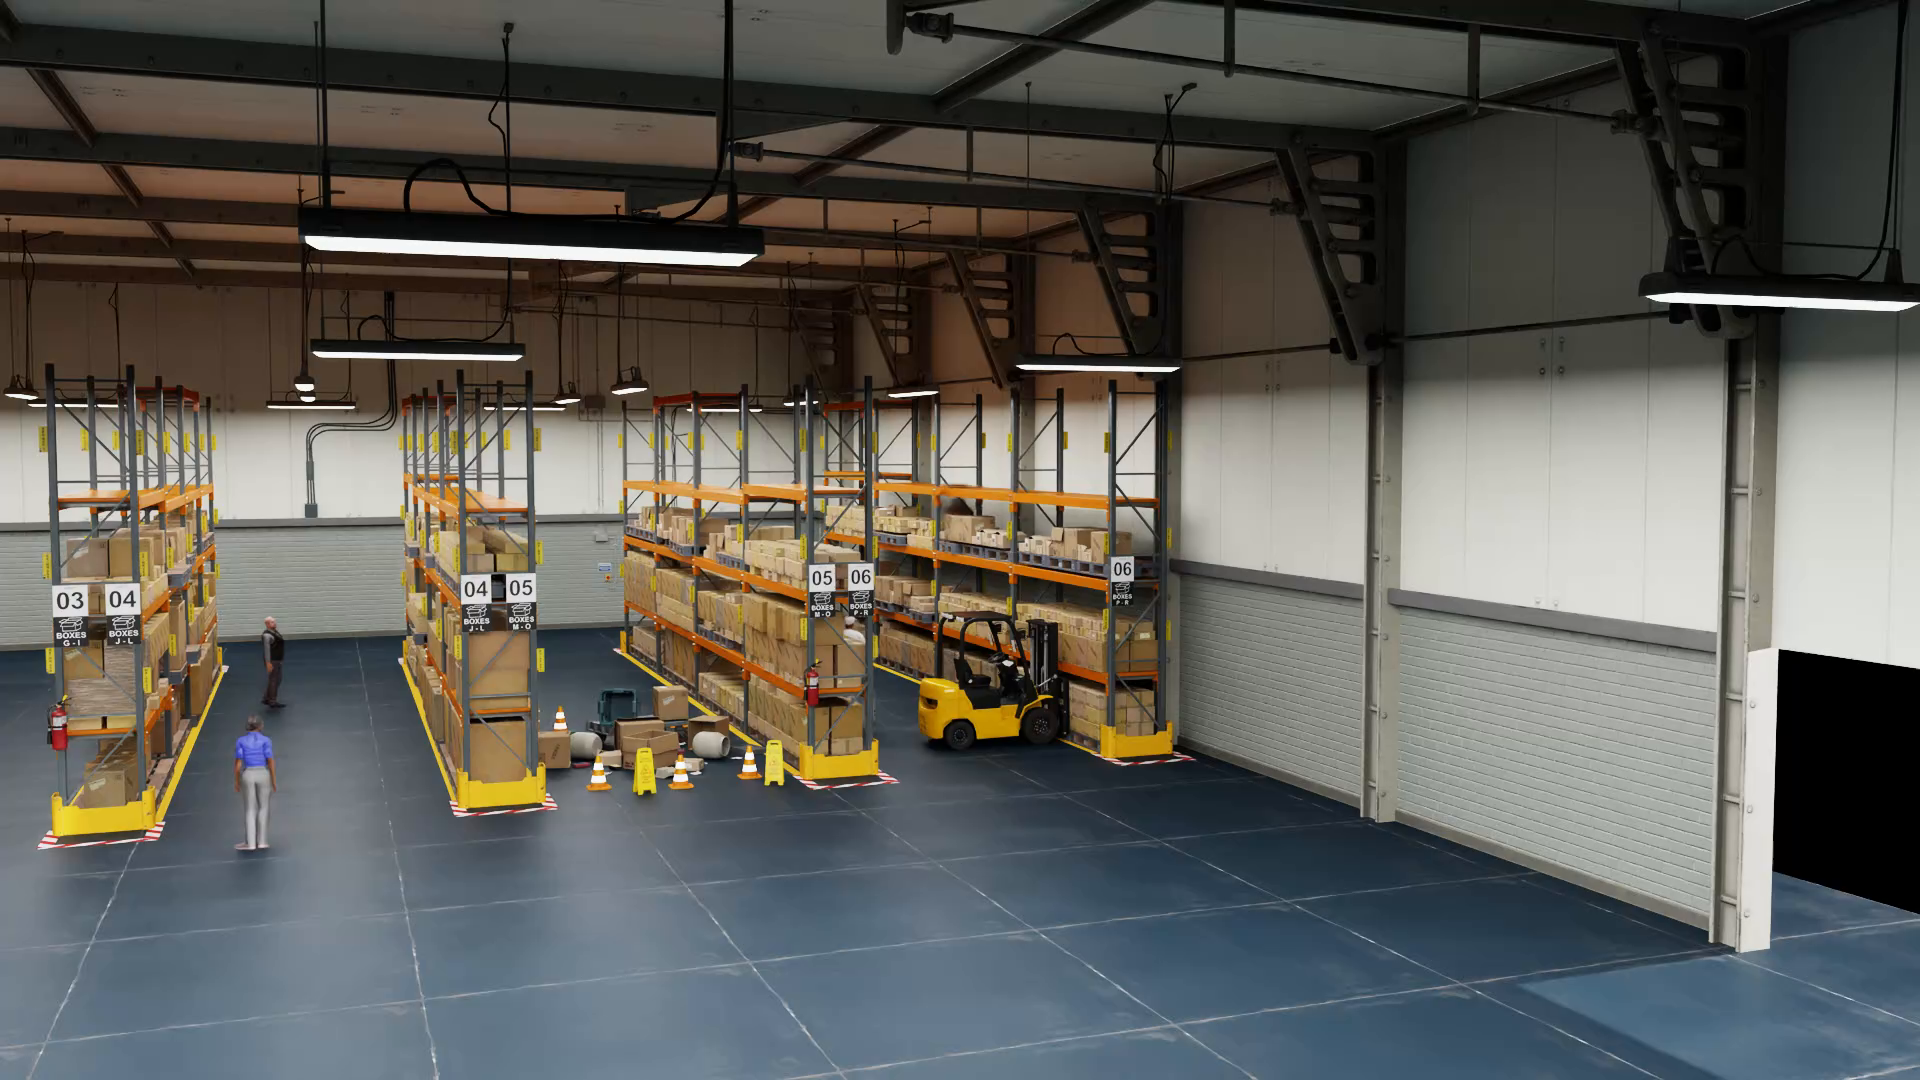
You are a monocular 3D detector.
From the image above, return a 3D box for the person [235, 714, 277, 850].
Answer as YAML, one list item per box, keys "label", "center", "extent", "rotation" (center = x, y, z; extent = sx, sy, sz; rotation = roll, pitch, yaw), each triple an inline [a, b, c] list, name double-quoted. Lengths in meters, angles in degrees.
- label: "person"
  center: [-8.675, 3.039, 20.475]
  extent: [0.502, 1.573, 0.360]
  rotation: [-1, 3, -10]

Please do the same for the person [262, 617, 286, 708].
- label: "person"
  center: [-12.941, 2.300, 31.330]
  extent: [0.416, 1.726, 0.553]
  rotation: [-2, 4, -26]

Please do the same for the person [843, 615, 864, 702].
- label: "person"
  center: [-1.975, 2.206, 29.791]
  extent: [0.648, 1.754, 0.501]
  rotation: [-1, 4, -18]
